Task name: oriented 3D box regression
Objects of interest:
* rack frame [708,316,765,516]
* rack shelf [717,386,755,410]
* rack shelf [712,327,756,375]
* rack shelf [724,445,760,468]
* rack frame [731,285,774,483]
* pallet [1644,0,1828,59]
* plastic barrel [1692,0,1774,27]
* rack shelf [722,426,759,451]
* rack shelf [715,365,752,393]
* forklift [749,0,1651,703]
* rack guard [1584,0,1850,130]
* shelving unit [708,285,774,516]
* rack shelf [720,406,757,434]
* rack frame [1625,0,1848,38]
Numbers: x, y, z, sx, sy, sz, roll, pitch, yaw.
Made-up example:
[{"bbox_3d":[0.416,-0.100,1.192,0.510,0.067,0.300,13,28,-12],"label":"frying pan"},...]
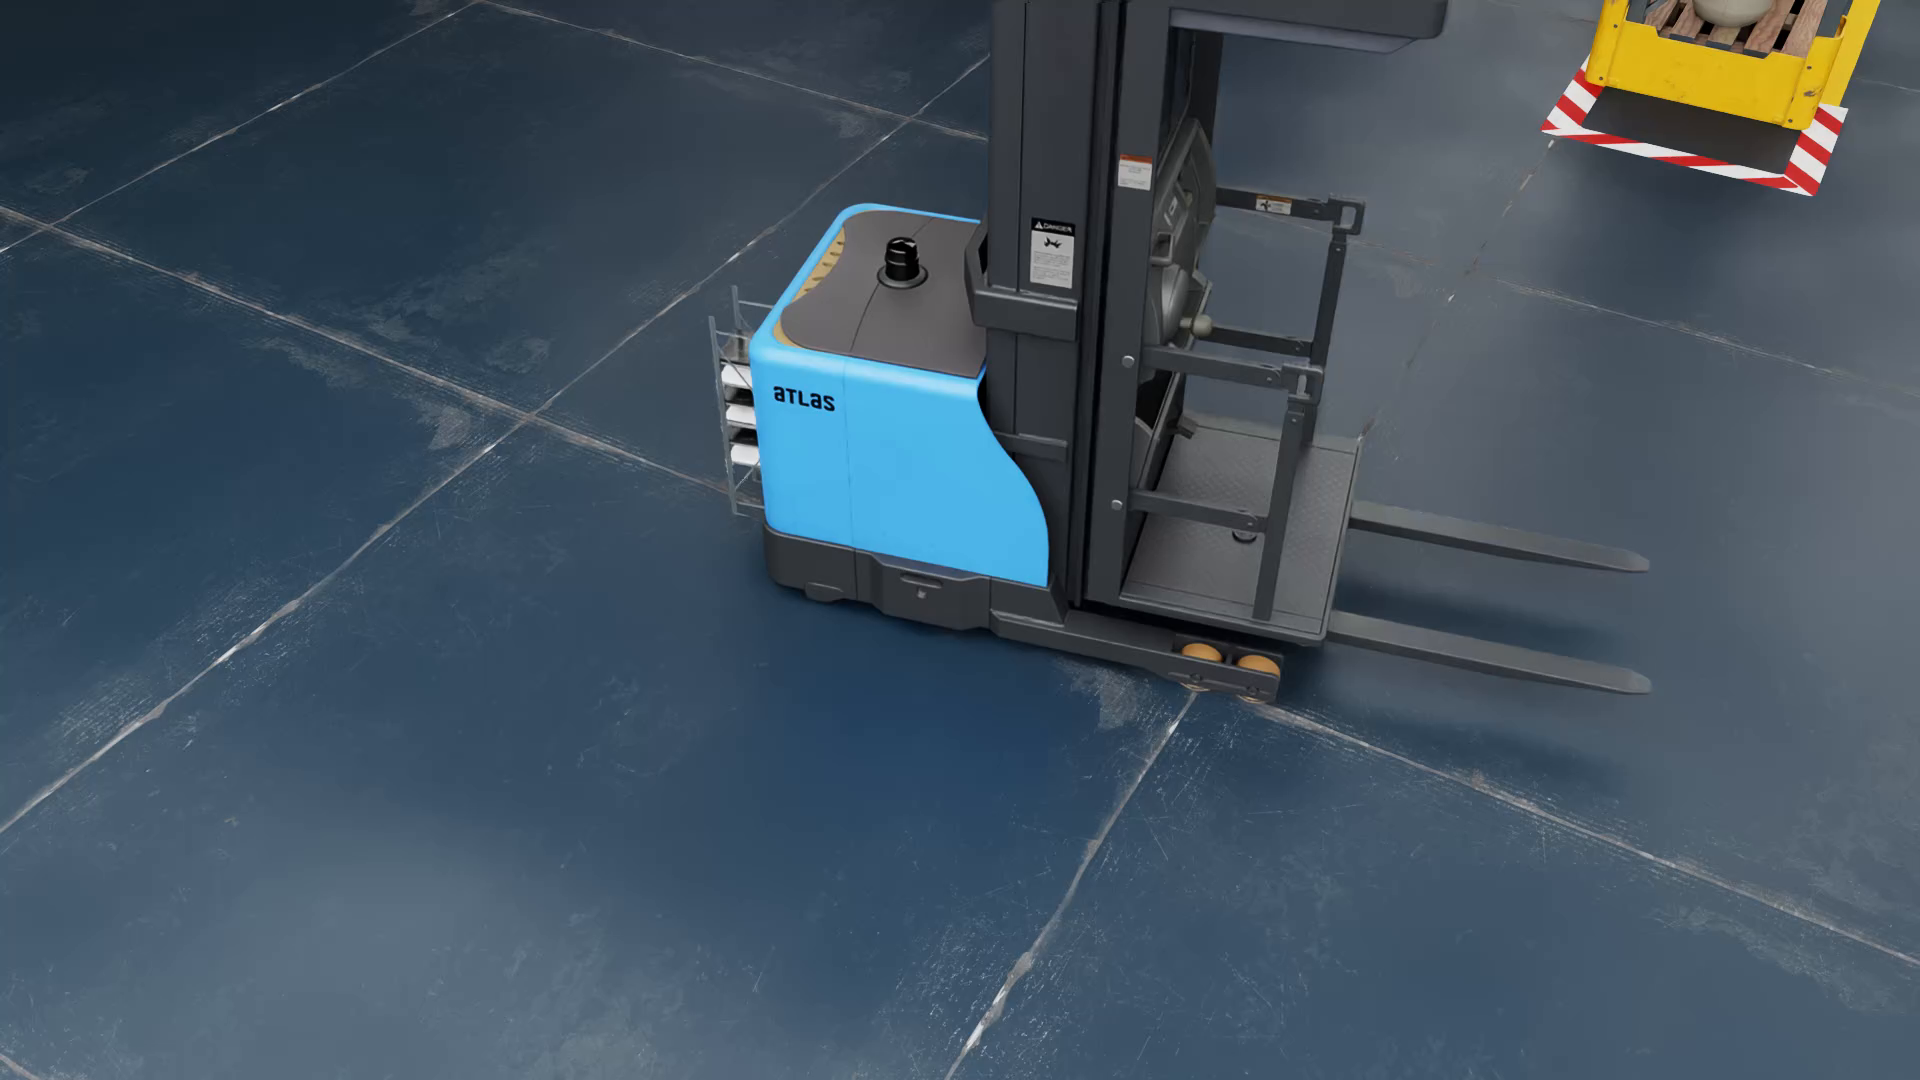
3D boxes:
[{"bbox_3d":[-0.756,-0.417,6.042,0.240,0.900,0.006,11,43,13],"label":"rack frame"},{"bbox_3d":[-0.727,-0.523,6.077,0.258,0.077,0.200,11,43,13],"label":"rack shelf"},{"bbox_3d":[-0.727,-0.659,5.958,0.258,0.077,0.200,11,43,13],"label":"rack shelf"},{"bbox_3d":[-0.726,-0.321,6.256,0.258,0.077,0.200,11,43,13],"label":"rack shelf"},{"bbox_3d":[-0.697,-0.545,6.188,0.240,0.900,0.006,11,43,13],"label":"rack frame"},{"bbox_3d":[4.404,-2.958,9.449,1.003,0.211,1.213,21,45,22],"label":"pallet"},{"bbox_3d":[4.259,-3.108,9.074,0.421,0.512,0.421,0,41,0],"label":"plastic barrel"},{"bbox_3d":[-0.726,-0.388,6.196,0.258,0.077,0.200,11,43,13],"label":"rack shelf"},{"bbox_3d":[-0.727,-0.591,6.018,0.258,0.077,0.200,11,43,13],"label":"rack shelf"},{"bbox_3d":[0.874,-0.943,5.103,3.031,2.935,1.130,11,43,13],"label":"forklift"},{"bbox_3d":[3.993,-2.603,8.827,1.175,0.500,0.348,21,45,22],"label":"rack guard"},{"bbox_3d":[-0.727,-0.481,6.115,0.258,0.900,0.210,11,43,13],"label":"shelving unit"},{"bbox_3d":[-0.726,-0.456,6.137,0.258,0.077,0.200,11,43,13],"label":"rack shelf"},{"bbox_3d":[3.996,-3.482,7.934,1.000,3.000,0.127,21,45,22],"label":"rack frame"}]
